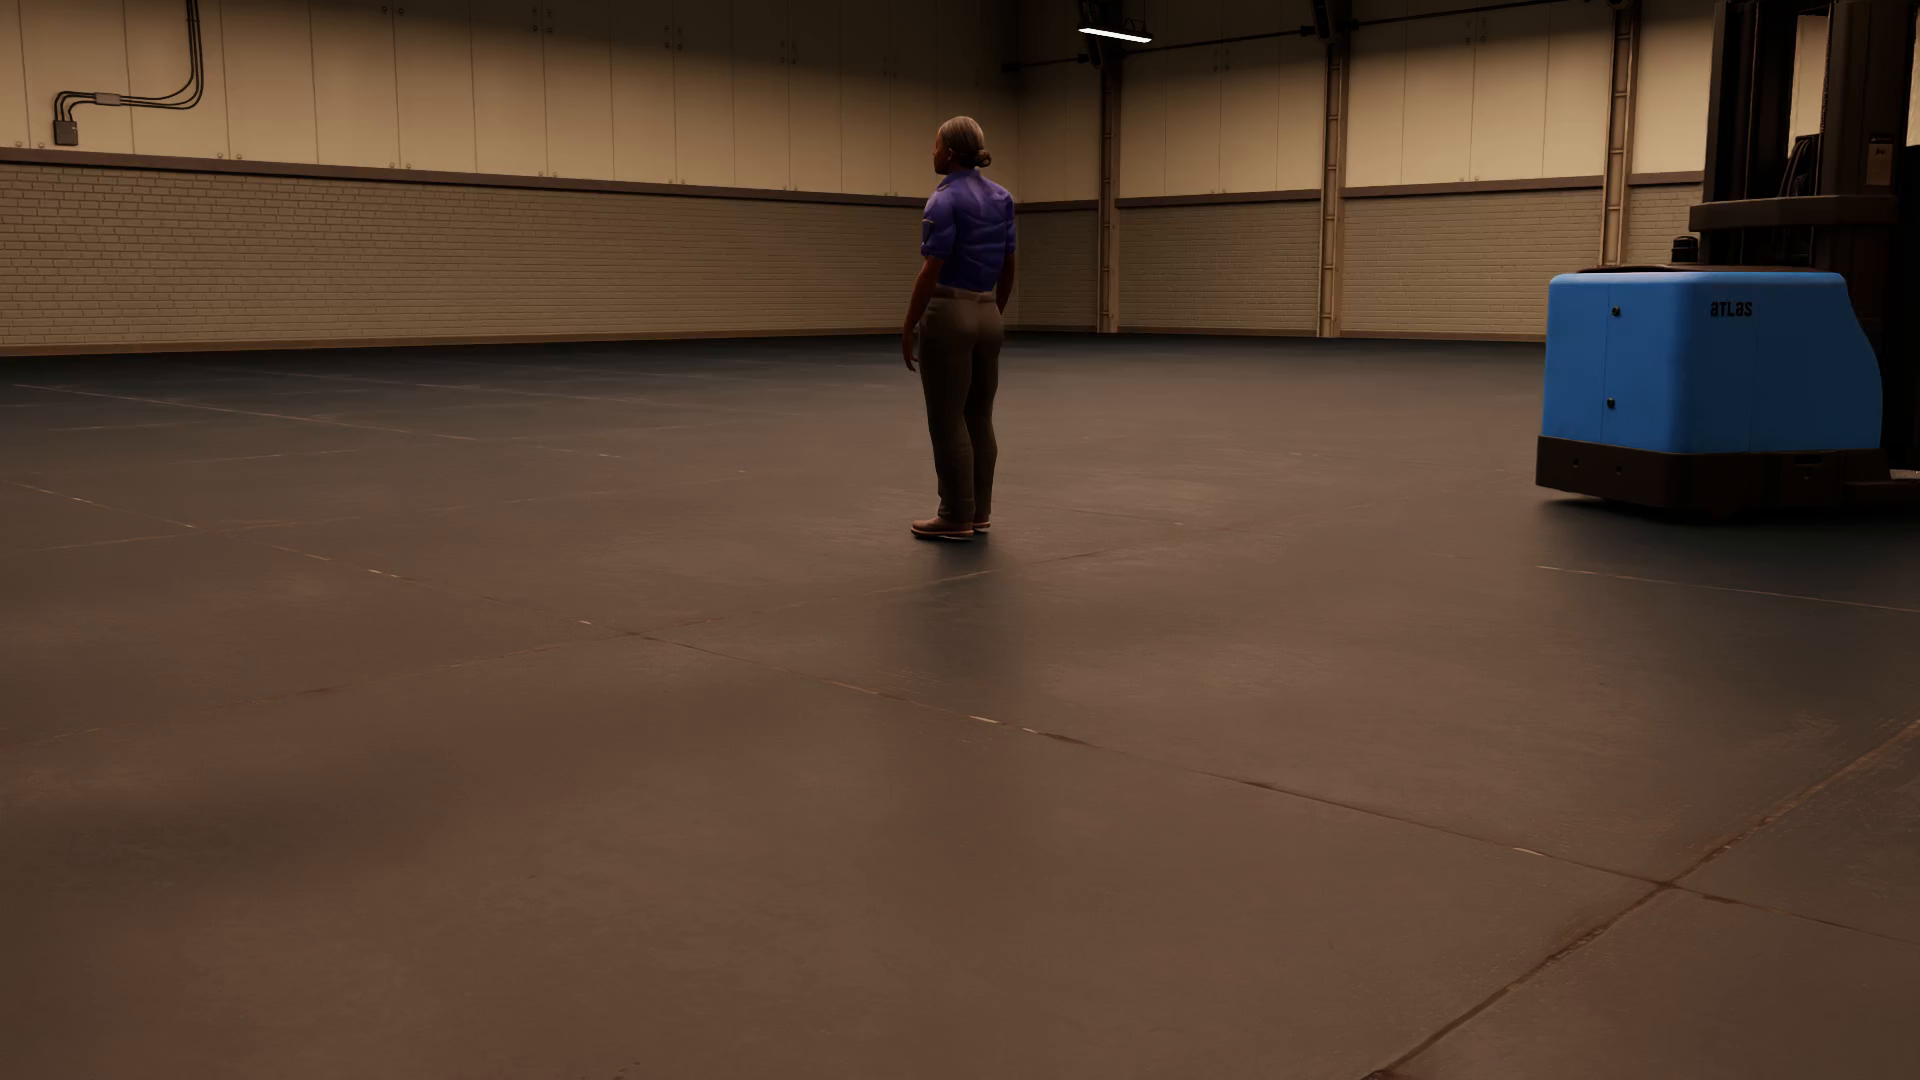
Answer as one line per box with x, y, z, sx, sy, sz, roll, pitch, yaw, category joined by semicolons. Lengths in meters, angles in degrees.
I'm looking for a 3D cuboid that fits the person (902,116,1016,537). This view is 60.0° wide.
-0.049;-0.836;6.668;0.504;1.654;0.569;8;12;43;person

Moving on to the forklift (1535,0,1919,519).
4.338;-1.637;7.745;3.031;2.935;1.130;-2;9;-16;forklift
